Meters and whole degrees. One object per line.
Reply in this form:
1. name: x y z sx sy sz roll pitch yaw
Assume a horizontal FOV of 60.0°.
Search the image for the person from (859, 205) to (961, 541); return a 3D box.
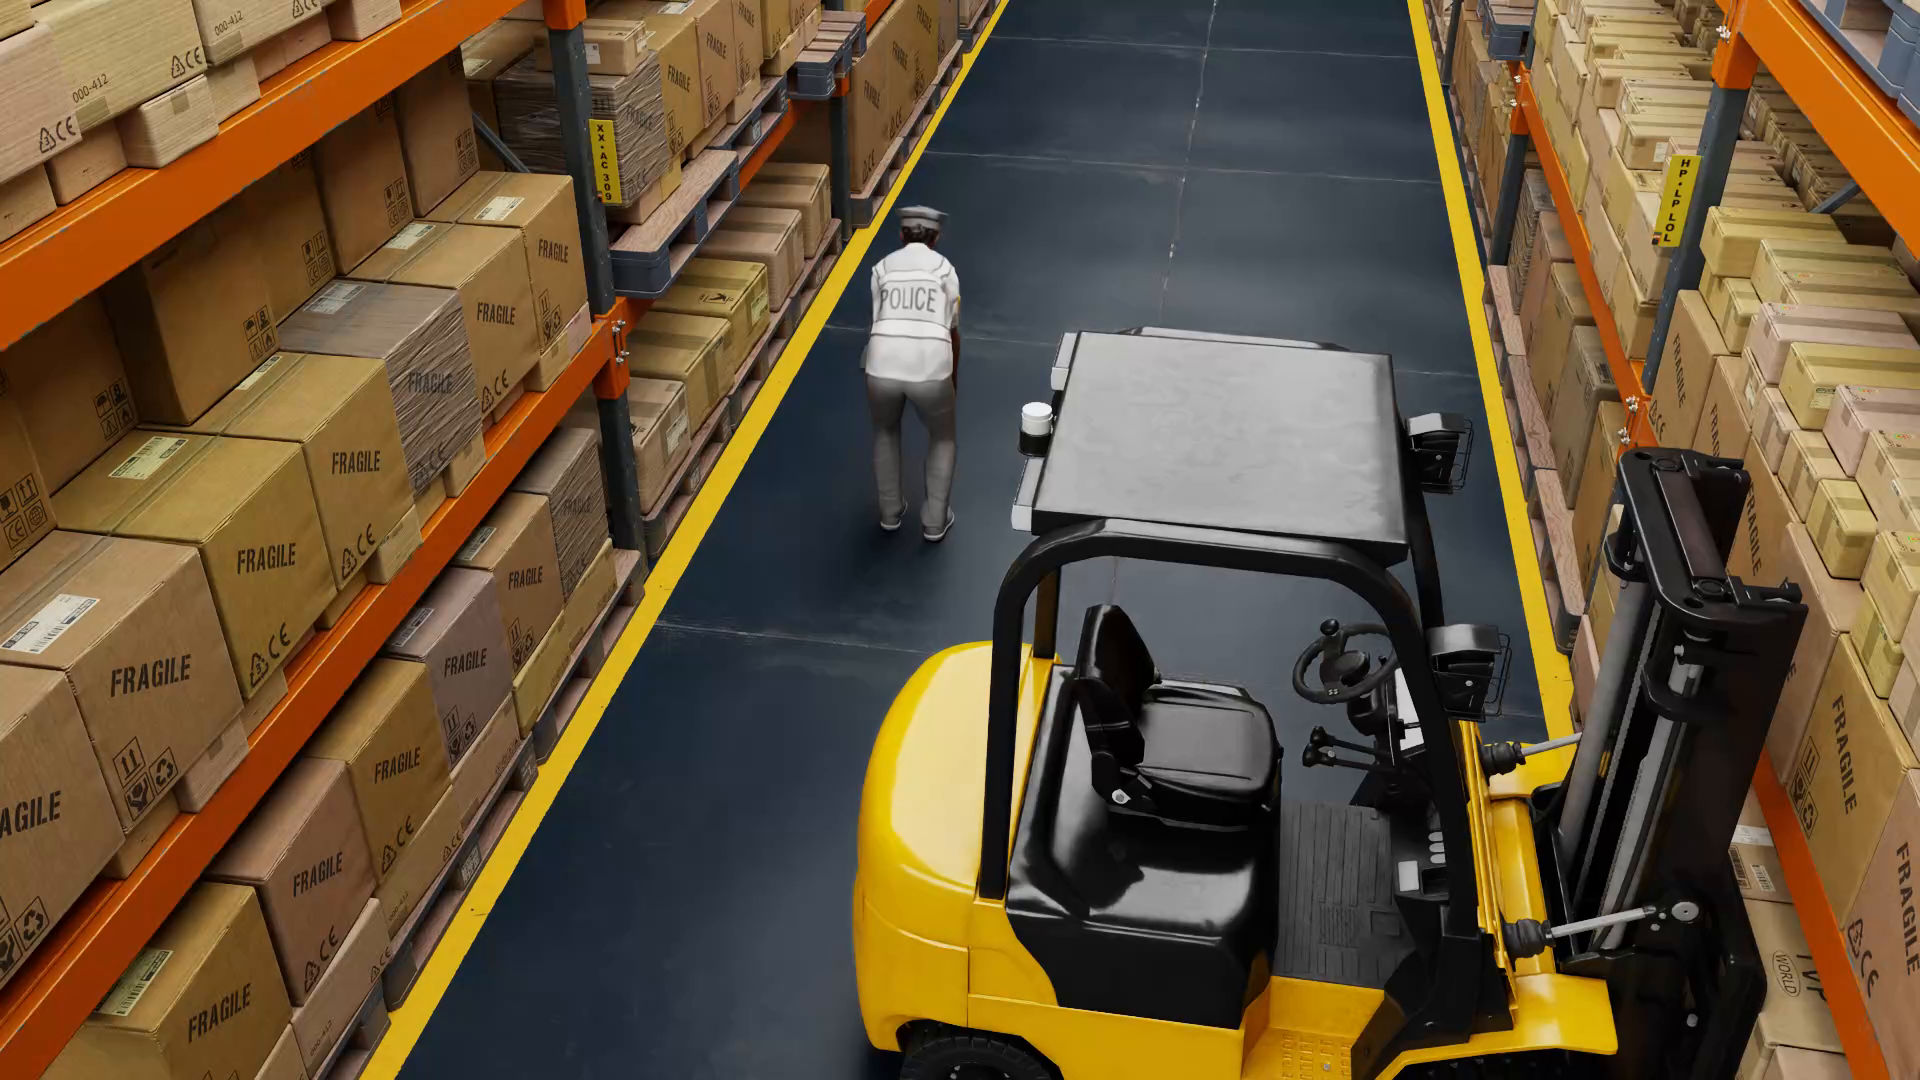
1. person: -0.200 -0.757 7.553 0.418 1.422 0.809 4 33 7
